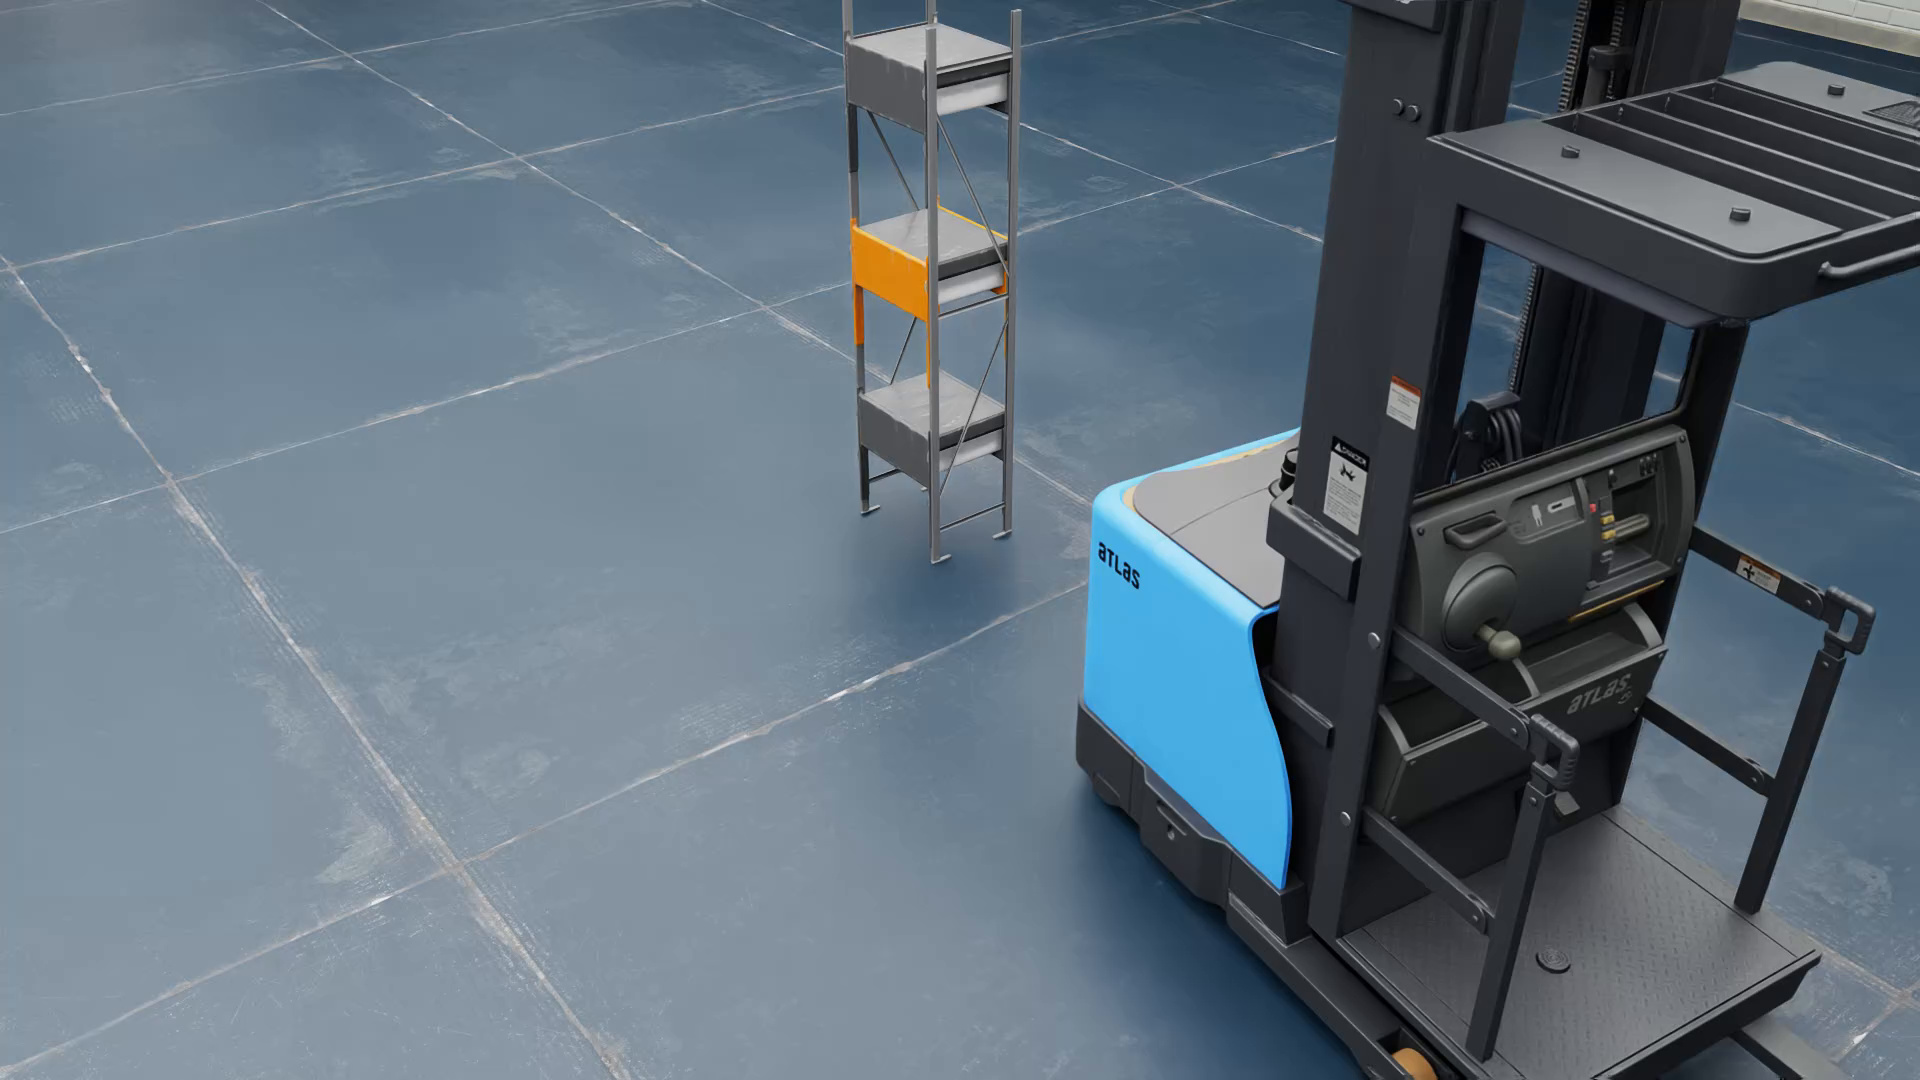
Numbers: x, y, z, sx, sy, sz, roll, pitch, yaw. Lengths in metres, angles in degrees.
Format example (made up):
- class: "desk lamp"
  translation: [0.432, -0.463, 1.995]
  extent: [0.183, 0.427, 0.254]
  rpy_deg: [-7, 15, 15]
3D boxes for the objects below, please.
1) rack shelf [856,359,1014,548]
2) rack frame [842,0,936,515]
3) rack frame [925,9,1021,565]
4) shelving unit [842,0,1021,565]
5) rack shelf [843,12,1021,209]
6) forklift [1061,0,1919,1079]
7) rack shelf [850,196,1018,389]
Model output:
- class: "rack shelf"
  translation: [-0.102, -0.355, 6.684]
  extent: [0.431, 0.518, 0.480]
  rpy_deg: [-22, 38, -31]
- class: "rack frame"
  translation: [-0.251, -1.063, 6.471]
  extent: [0.400, 2.100, 0.015]
  rpy_deg: [-22, 38, -31]
- class: "rack frame"
  translation: [0.048, -0.859, 6.143]
  extent: [0.400, 2.100, 0.015]
  rpy_deg: [-22, 38, -31]
- class: "shelving unit"
  translation: [-0.101, -0.961, 6.307]
  extent: [0.431, 2.100, 0.503]
  rpy_deg: [-22, 38, -31]
- class: "rack shelf"
  translation: [-0.101, -1.544, 5.945]
  extent: [0.431, 0.518, 0.480]
  rpy_deg: [-22, 38, -31]
- class: "forklift"
  translation: [1.514, 0.022, 3.936]
  extent: [1.130, 2.935, 3.031]
  rpy_deg: [-17, 36, -25]
- class: "rack shelf"
  translation: [-0.101, -0.949, 6.314]
  extent: [0.431, 0.518, 0.480]
  rpy_deg: [-22, 38, -31]
